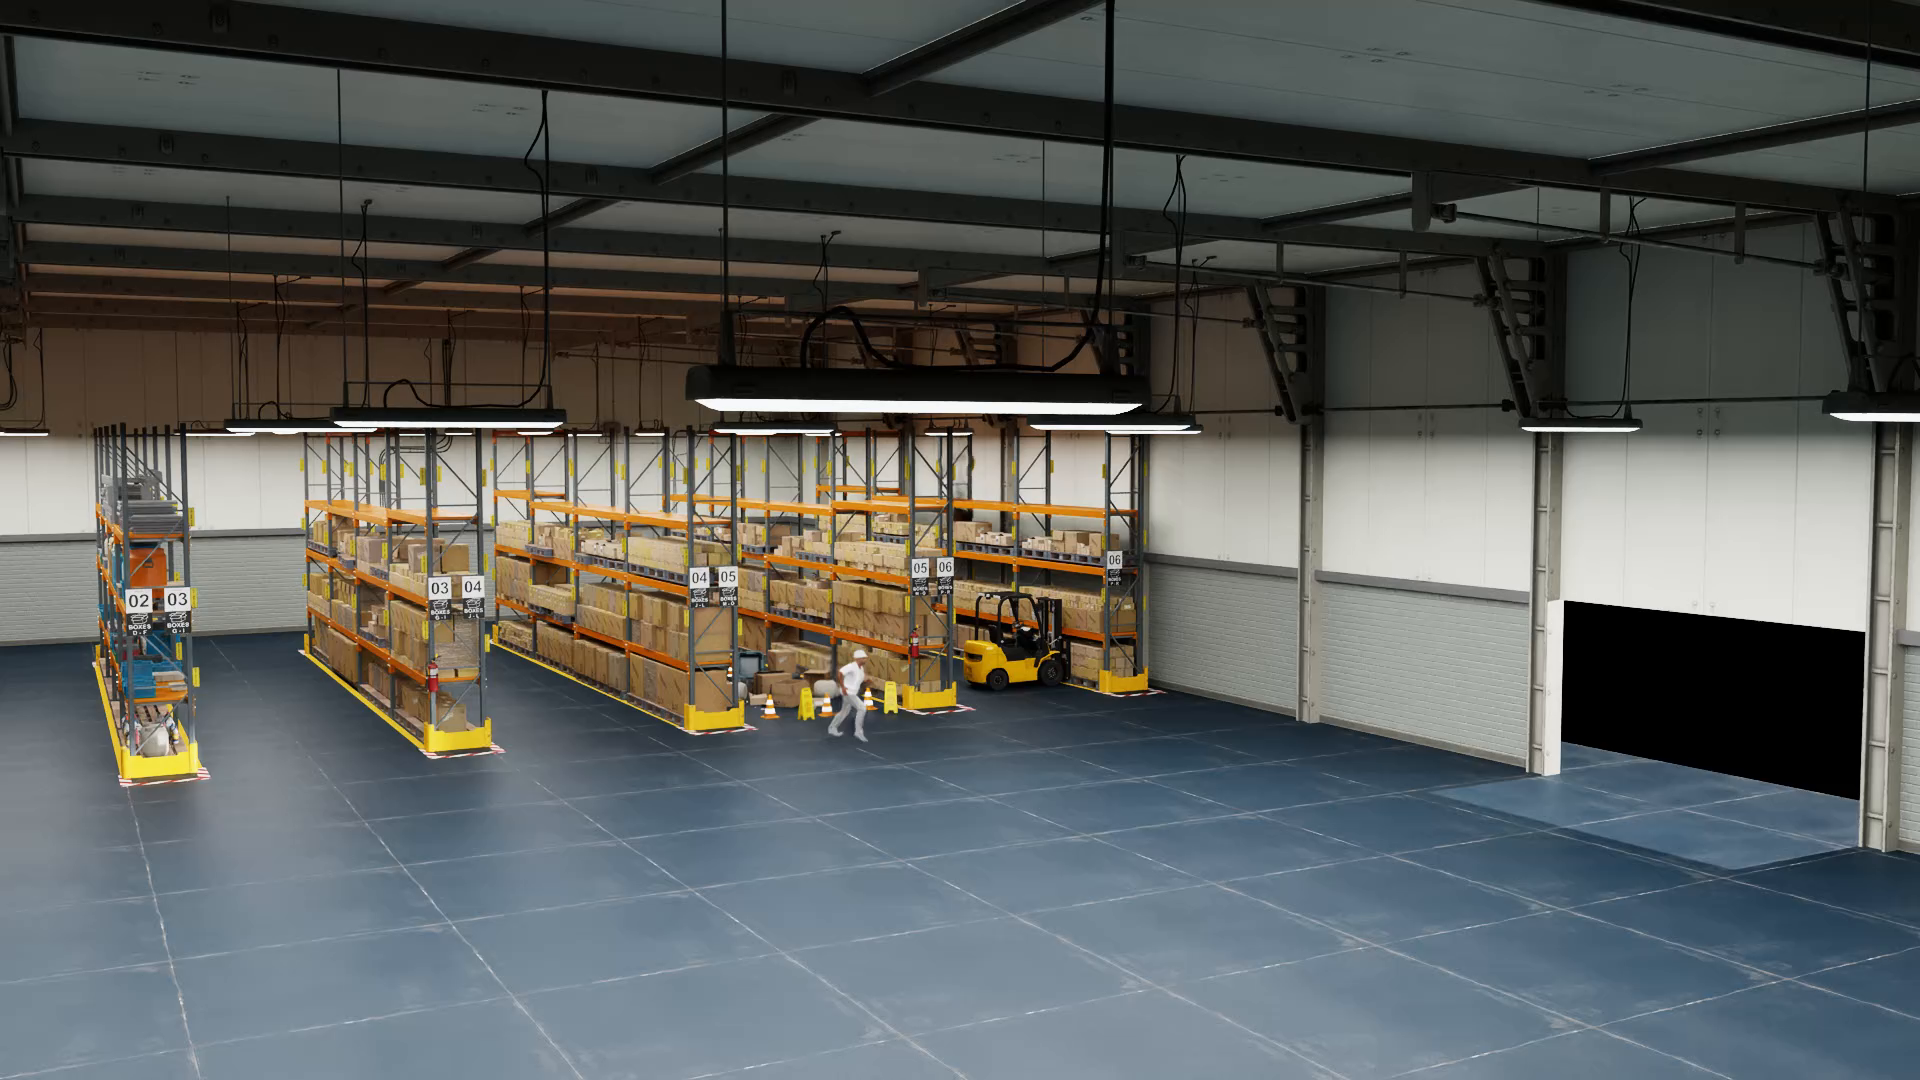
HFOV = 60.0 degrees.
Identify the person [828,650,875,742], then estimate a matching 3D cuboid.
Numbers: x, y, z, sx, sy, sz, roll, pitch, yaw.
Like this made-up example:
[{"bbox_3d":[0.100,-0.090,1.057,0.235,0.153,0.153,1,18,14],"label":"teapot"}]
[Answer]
[{"bbox_3d":[-2.108,2.962,31.650,0.899,1.758,0.714,1,4,14],"label":"person"}]
